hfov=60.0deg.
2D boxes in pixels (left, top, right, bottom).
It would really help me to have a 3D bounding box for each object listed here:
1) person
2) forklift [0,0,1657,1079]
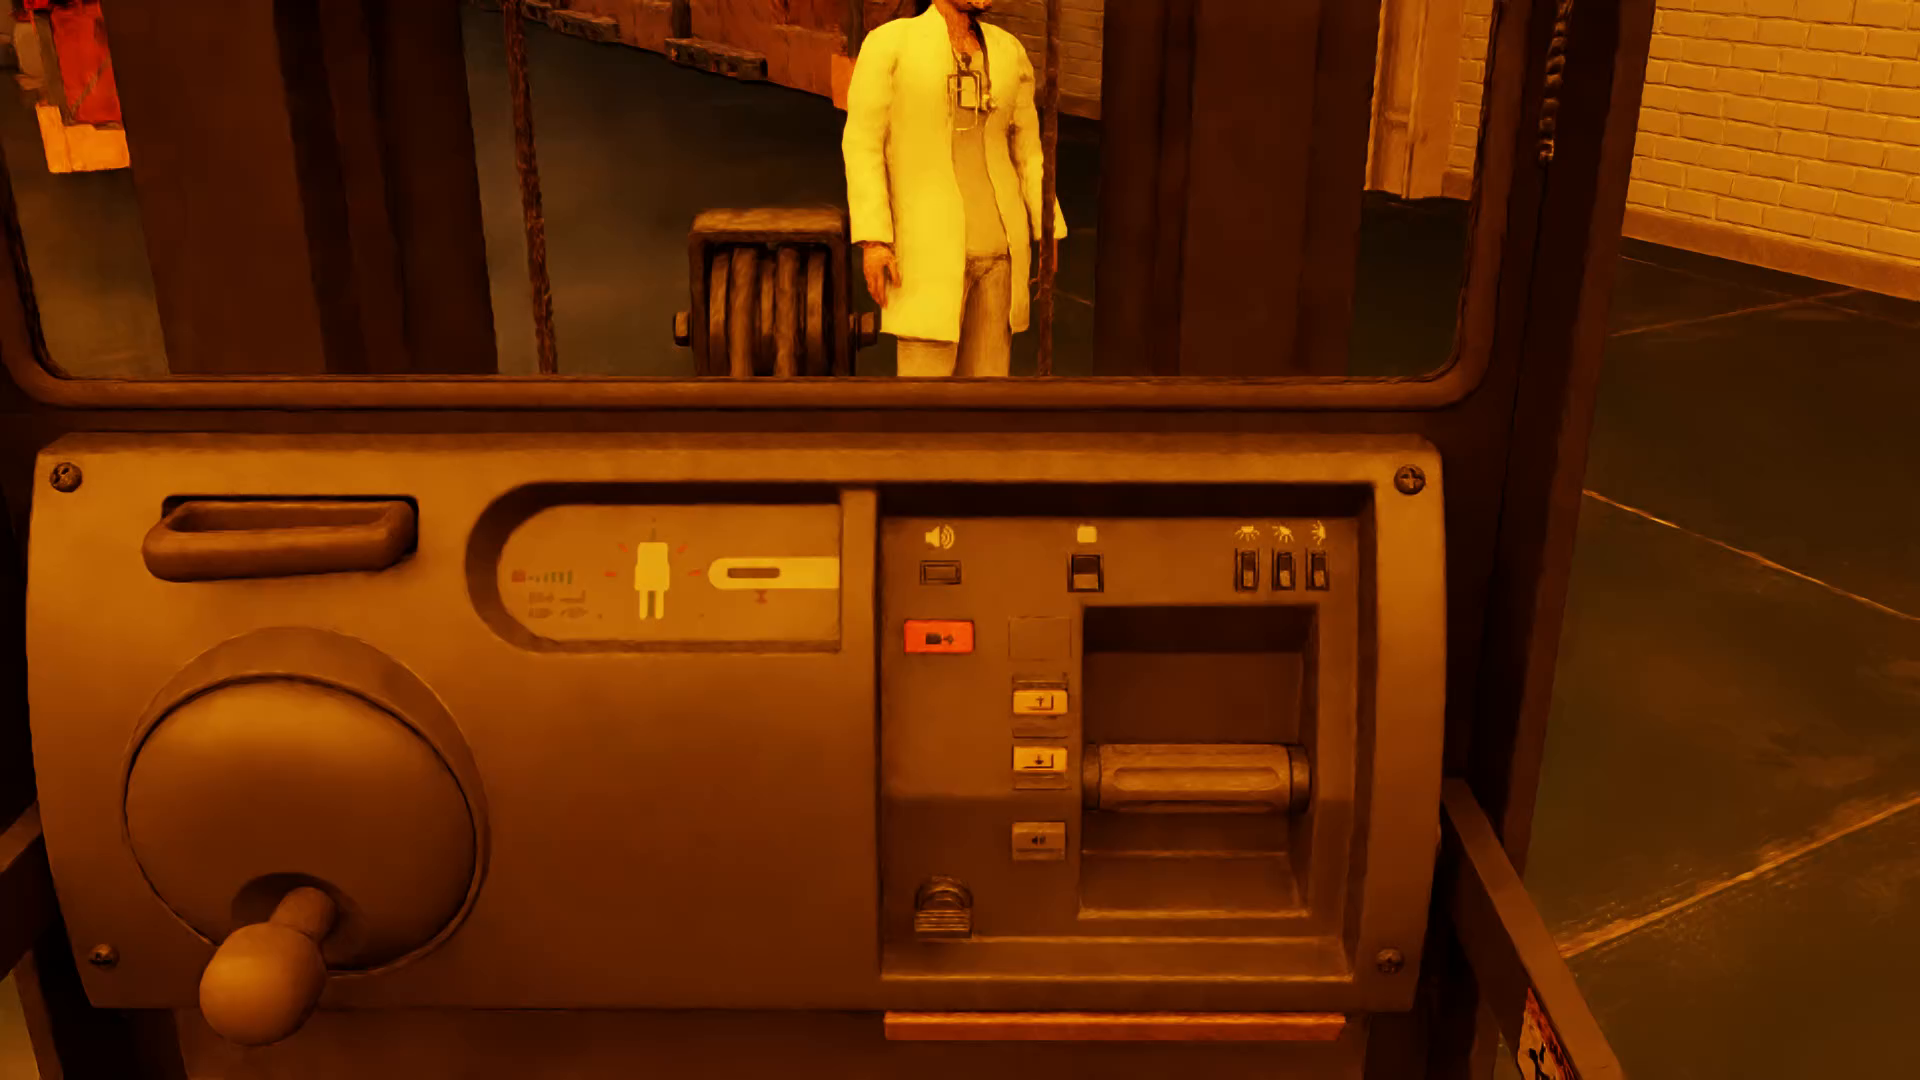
[{"bbox_3d":[0.042,-0.799,4.719,0.694,1.776,0.579,-12,25,-28],"label":"person"},{"bbox_3d":[-0.145,0.148,0.913,1.130,2.935,3.031,0,22,0],"label":"forklift"}]
